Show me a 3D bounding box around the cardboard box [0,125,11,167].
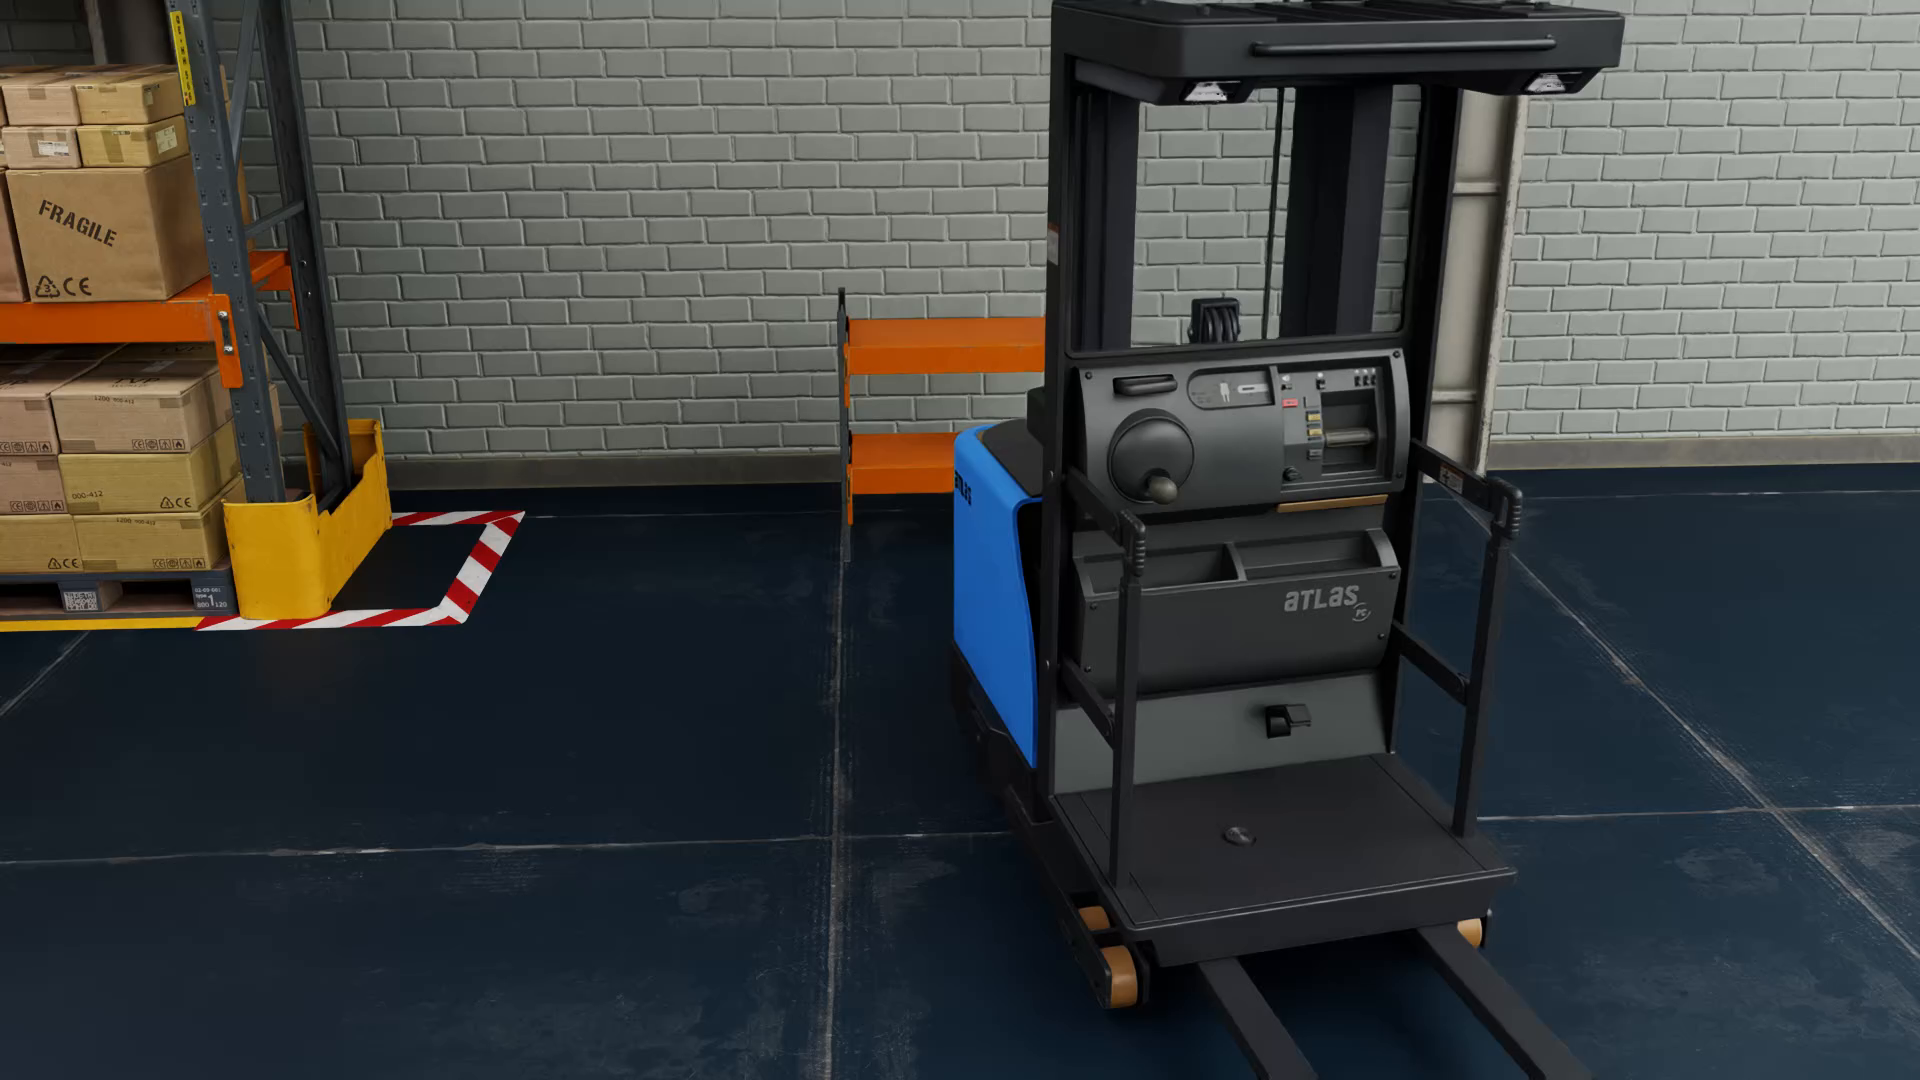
[{"bbox_3d":[-3.676,-1.528,6.368,0.250,0.149,0.380,-1,21,-2],"label":"cardboard box"}]

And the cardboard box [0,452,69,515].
[{"bbox_3d":[-3.799,-0.302,6.770,0.500,0.250,0.500,-1,21,-4],"label":"cardboard box"}]

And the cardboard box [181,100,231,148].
[{"bbox_3d":[-3.184,-1.720,6.869,0.250,0.149,0.380,-2,21,-4],"label":"cardboard box"}]

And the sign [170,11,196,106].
[{"bbox_3d":[-2.813,-1.743,6.024,0.005,0.325,0.100,-1,21,-3],"label":"sign"}]

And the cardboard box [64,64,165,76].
[{"bbox_3d":[-3.447,-1.859,6.818,0.250,0.149,0.380,0,21,-1],"label":"cardboard box"}]

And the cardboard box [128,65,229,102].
[{"bbox_3d":[-3.178,-1.842,6.774,0.250,0.149,0.380,-2,21,-4],"label":"cardboard box"}]

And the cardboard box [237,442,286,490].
[{"bbox_3d":[-3.332,-0.255,7.349,0.500,0.250,0.500,-1,21,-3],"label":"cardboard box"}]

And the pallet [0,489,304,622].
[{"bbox_3d":[-3.591,0.049,7.195,1.213,0.211,1.003,-1,21,-3],"label":"pallet"}]

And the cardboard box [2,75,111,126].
[{"bbox_3d":[-3.420,-1.675,6.335,0.250,0.149,0.380,-1,21,-3],"label":"cardboard box"}]

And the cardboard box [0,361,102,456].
[{"bbox_3d":[-3.781,-0.530,6.667,0.500,0.250,0.500,-1,21,-2],"label":"cardboard box"}]

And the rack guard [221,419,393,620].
[{"bbox_3d":[-2.806,-0.117,7.225,0.348,0.500,1.175,-1,21,-3],"label":"rack guard"}]

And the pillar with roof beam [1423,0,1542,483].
[{"bbox_3d":[2.659,-2.987,2.818,0.400,9.000,9.100,-1,21,-3],"label":"pillar with roof beam"}]

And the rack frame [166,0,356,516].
[{"bbox_3d":[-2.830,-1.284,6.779,0.127,3.000,1.000,-1,21,-3],"label":"rack frame"}]

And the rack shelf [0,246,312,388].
[{"bbox_3d":[-4.827,-0.908,6.800,4.000,0.370,1.077,-1,21,-3],"label":"rack shelf"}]

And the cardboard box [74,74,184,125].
[{"bbox_3d":[-3.176,-1.691,6.377,0.250,0.149,0.380,-1,21,-3],"label":"cardboard box"}]

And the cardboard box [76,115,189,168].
[{"bbox_3d":[-3.160,-1.528,6.366,0.250,0.149,0.380,-1,21,-2],"label":"cardboard box"}]

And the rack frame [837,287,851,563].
[{"bbox_3d":[-0.514,-0.515,7.393,0.032,1.125,0.500,-1,21,-3],"label":"rack frame"}]

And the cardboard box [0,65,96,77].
[{"bbox_3d":[-3.704,-1.839,6.764,0.250,0.149,0.380,-1,21,-2],"label":"cardboard box"}]

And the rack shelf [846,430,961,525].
[{"bbox_3d":[-0.007,-0.297,7.507,1.000,0.278,0.538,-1,21,-3],"label":"rack shelf"}]

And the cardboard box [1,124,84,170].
[{"bbox_3d":[-3.414,-1.512,6.324,0.250,0.149,0.380,-1,21,-2],"label":"cardboard box"}]

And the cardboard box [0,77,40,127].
[{"bbox_3d":[-3.680,-1.660,6.295,0.250,0.149,0.380,-1,21,-2],"label":"cardboard box"}]

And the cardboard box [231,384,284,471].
[{"bbox_3d":[-3.311,-0.493,7.273,0.500,0.250,0.500,-1,21,-2],"label":"cardboard box"}]

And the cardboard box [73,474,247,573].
[{"bbox_3d":[-3.281,-0.074,6.873,0.500,0.250,0.500,-1,21,-3],"label":"cardboard box"}]

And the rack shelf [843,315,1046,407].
[{"bbox_3d":[-0.007,-0.799,7.316,1.000,0.278,0.538,-1,21,-3],"label":"rack shelf"}]

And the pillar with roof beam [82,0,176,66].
[{"bbox_3d":[-3.331,-2.865,2.498,0.400,9.000,9.100,-1,21,-3],"label":"pillar with roof beam"}]

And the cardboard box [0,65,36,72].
[{"bbox_3d":[-3.951,-1.839,6.765,0.250,0.149,0.380,-1,21,-3],"label":"cardboard box"}]

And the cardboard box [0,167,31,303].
[{"bbox_3d":[-3.825,-1.221,6.471,0.500,0.500,0.500,-1,21,-1],"label":"cardboard box"}]

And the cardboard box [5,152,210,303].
[{"bbox_3d":[-3.306,-1.228,6.490,0.500,0.500,0.500,-2,21,-4],"label":"cardboard box"}]

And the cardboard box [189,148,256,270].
[{"bbox_3d":[-3.340,-1.420,6.994,0.500,0.500,0.500,0,21,-1],"label":"cardboard box"}]

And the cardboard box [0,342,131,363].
[{"bbox_3d":[-3.819,-0.709,7.136,0.500,0.250,0.500,-1,21,-3],"label":"cardboard box"}]

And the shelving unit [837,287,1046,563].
[{"bbox_3d":[-0.007,-0.526,7.420,1.048,1.125,0.538,-1,21,-3],"label":"shelving unit"}]

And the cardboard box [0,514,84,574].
[{"bbox_3d":[-3.778,-0.067,6.856,0.500,0.250,0.500,-1,21,-3],"label":"cardboard box"}]

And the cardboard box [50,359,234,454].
[{"bbox_3d":[-3.272,-0.543,6.700,0.500,0.250,0.500,0,21,-1],"label":"cardboard box"}]

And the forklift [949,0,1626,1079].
[{"bbox_3d":[0.822,-0.286,4.252,1.130,2.935,3.031,-5,21,-13],"label":"forklift"}]

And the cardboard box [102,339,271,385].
[{"bbox_3d":[-3.321,-0.720,7.166,0.500,0.250,0.500,-1,21,-4],"label":"cardboard box"}]

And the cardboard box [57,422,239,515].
[{"bbox_3d":[-3.298,-0.308,6.787,0.500,0.250,0.500,-1,21,-4],"label":"cardboard box"}]

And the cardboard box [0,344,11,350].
[{"bbox_3d":[-4.319,-0.703,7.120,0.500,0.250,0.500,-1,21,-3],"label":"cardboard box"}]
